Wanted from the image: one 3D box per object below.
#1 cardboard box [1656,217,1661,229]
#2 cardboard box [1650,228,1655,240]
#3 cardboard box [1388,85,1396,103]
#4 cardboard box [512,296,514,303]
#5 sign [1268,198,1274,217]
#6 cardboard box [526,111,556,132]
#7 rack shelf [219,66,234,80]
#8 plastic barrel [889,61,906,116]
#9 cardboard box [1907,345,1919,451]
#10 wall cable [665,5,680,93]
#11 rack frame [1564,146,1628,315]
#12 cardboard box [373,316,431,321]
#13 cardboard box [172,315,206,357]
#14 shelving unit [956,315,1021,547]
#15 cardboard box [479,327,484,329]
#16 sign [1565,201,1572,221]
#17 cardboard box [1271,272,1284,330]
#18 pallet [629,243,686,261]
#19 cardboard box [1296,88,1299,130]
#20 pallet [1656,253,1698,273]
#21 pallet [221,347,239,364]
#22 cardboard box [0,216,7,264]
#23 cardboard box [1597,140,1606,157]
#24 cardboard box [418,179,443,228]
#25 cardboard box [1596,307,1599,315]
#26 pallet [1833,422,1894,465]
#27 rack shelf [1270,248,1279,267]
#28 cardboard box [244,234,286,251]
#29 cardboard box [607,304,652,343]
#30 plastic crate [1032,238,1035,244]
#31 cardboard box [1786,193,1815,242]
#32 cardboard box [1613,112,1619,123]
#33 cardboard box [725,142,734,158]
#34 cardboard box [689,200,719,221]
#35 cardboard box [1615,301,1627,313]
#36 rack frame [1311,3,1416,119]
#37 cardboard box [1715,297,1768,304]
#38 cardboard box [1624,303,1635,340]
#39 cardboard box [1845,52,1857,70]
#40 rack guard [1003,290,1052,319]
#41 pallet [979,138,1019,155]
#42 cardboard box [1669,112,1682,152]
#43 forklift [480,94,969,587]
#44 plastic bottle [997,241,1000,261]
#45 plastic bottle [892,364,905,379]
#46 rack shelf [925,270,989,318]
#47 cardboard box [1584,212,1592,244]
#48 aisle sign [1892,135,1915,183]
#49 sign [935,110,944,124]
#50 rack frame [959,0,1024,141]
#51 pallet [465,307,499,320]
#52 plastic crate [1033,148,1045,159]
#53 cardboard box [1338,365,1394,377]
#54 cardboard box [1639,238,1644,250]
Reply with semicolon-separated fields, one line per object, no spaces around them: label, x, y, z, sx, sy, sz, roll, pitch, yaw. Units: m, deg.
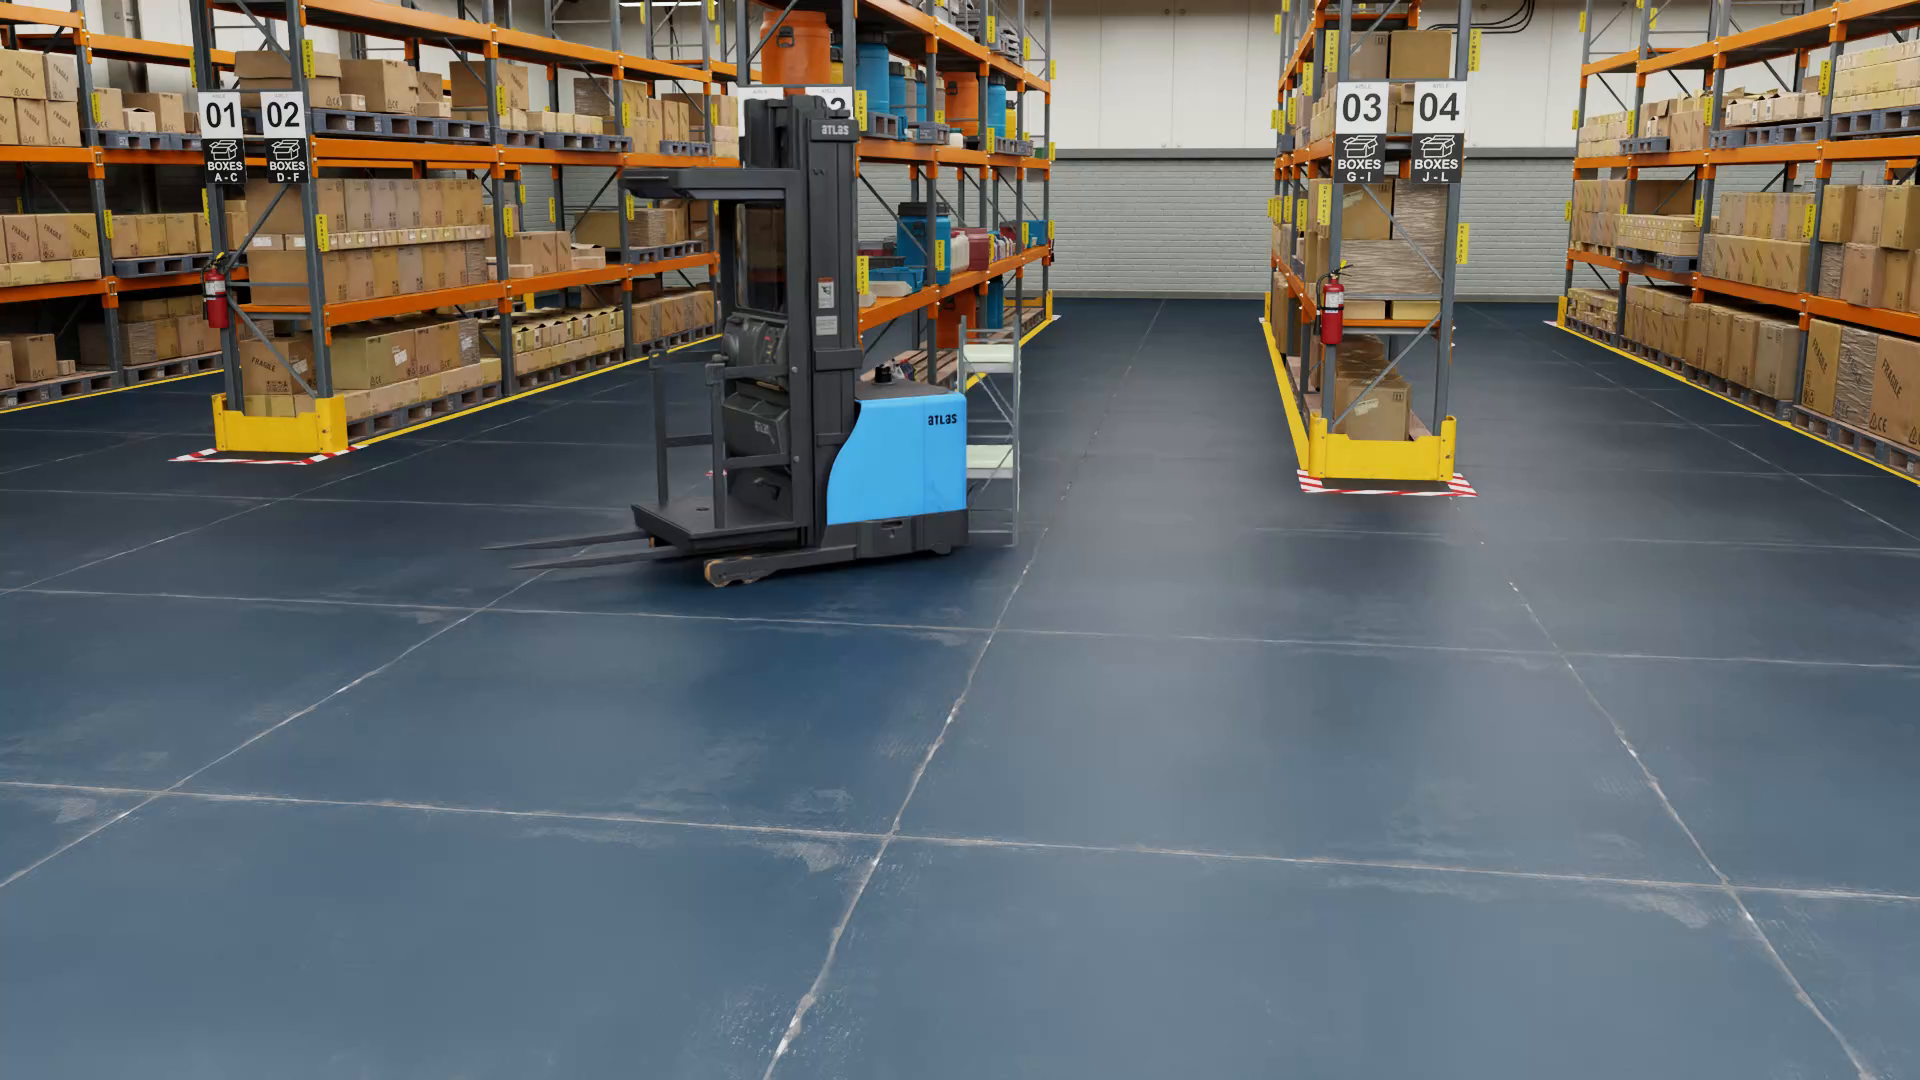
cardboard box;9.418;-4.178;21.947;0.380;0.149;0.250;2;12;9
cardboard box;9.457;-4.089;22.242;0.380;0.149;0.250;2;12;10
cardboard box;3.409;-3.698;13.822;0.380;0.149;0.250;1;12;7
cardboard box;-8.713;-4.638;30.832;0.700;0.500;0.500;2;12;9
sign;5.432;-5.803;29.060;0.100;0.325;0.005;2;12;9
cardboard box;-5.299;-5.140;20.465;0.500;0.250;0.500;1;12;4
rack shelf;-9.626;-6.940;24.994;1.077;0.370;4.000;2;12;9
plastic barrel;-0.896;-4.809;18.379;0.600;0.901;0.708;2;12;9
cardboard box;8.443;-1.120;13.616;0.875;0.875;0.875;2;12;9
wall cable;-4.808;-10.766;35.470;3.097;2.526;0.112;2;12;9
rack frame;10.865;-5.141;28.227;1.000;3.000;0.127;2;12;9
cardboard box;-6.104;-2.183;18.253;0.500;0.500;0.500;2;12;9
cardboard box;-10.304;-2.667;21.637;0.700;0.500;0.500;2;12;9
shelving unit;0.200;-0.768;11.497;0.431;1.500;0.755;0;12;1
cardboard box;-5.875;-2.375;19.592;0.500;0.311;0.500;2;12;9
sign;10.329;-5.581;28.217;0.100;0.325;0.005;2;12;9
cardboard box;5.286;-3.522;24.765;1.225;0.875;0.875;2;12;9
pallet;-4.744;-4.290;24.735;1.003;0.211;1.213;2;12;9
cardboard box;4.423;-5.327;20.548;0.500;0.500;0.500;2;12;9
pallet;9.639;-3.533;21.224;1.213;0.211;1.003;2;12;9
pallet;-10.056;-2.613;23.116;1.003;0.211;1.213;2;12;9
cardboard box;-10.555;-3.184;17.674;0.500;0.500;0.500;2;12;10
cardboard box;10.301;-6.124;26.027;0.500;0.250;0.500;2;12;8
cardboard box;-5.870;-3.527;17.423;0.700;0.500;0.500;2;12;9
cardboard box;10.254;-3.612;26.197;0.380;0.149;0.250;1;12;6
pallet;8.640;-0.869;15.025;1.003;0.211;1.213;2;12;9
rack shelf;5.672;-4.554;27.214;1.077;0.370;4.000;2;12;9
cardboard box;-6.399;-2.765;15.427;0.380;0.149;0.250;2;12;8
cardboard box;-4.686;-3.057;23.449;0.500;0.500;0.500;2;12;11
plastic crate;1.080;-5.148;28.743;0.396;0.136;0.243;2;12;9
cardboard box;9.167;-3.391;17.497;0.700;0.500;0.500;2;12;8
cardboard box;10.180;-6.432;25.319;0.380;0.149;0.250;1;12;6
cardboard box;-4.023;-6.402;27.314;0.500;0.250;0.500;2;12;9
cardboard box;-4.073;-5.438;26.996;0.500;0.500;0.500;2;12;10
cardboard box;10.047;-3.493;24.939;0.380;0.149;0.250;2;12;10
rack frame;4.134;-5.757;16.847;1.000;3.000;0.127;2;12;9
cardboard box;9.980;-2.961;21.269;0.500;0.250;0.500;1;12;6
cardboard box;9.874;-3.146;23.908;0.500;0.500;0.500;2;12;11
cardboard box;8.589;-4.512;15.660;0.380;0.149;0.250;2;12;8
rack guard;1.076;-4.266;30.103;1.175;0.500;0.348;2;12;9
pallet;0.275;-5.622;23.787;1.003;0.211;1.213;2;12;9
cardboard box;9.616;-5.326;21.730;0.500;0.500;0.500;2;12;9
forklift;-1.478;-1.272;10.436;3.031;2.935;1.130;-7;14;-29
plastic bottle;0.548;-4.194;24.110;0.061;0.283;0.133;2;12;9
plastic bottle;-0.654;-1.654;17.293;0.144;0.351;0.185;2;12;8
rack shelf;-0.453;-3.049;20.231;1.077;0.370;4.000;2;12;9
cardboard box;10.378;-5.037;26.801;0.500;0.500;0.500;2;12;9
aisle sign;15.496;-6.296;27.419;0.394;0.787;0.004;2;12;9
sign;-0.218;-4.435;17.813;0.100;0.325;0.005;2;12;9
rack frame;0.470;-7.583;25.319;1.000;3.000;0.127;2;12;9
pallet;-8.939;-4.018;29.639;1.003;0.211;1.213;2;12;9
plastic crate;1.216;-6.631;28.525;0.450;0.188;0.336;2;12;9
cardboard box;3.804;-1.360;15.619;0.500;0.500;0.500;3;13;14
cardboard box;9.539;-4.051;22.772;0.380;0.149;0.250;2;12;8
